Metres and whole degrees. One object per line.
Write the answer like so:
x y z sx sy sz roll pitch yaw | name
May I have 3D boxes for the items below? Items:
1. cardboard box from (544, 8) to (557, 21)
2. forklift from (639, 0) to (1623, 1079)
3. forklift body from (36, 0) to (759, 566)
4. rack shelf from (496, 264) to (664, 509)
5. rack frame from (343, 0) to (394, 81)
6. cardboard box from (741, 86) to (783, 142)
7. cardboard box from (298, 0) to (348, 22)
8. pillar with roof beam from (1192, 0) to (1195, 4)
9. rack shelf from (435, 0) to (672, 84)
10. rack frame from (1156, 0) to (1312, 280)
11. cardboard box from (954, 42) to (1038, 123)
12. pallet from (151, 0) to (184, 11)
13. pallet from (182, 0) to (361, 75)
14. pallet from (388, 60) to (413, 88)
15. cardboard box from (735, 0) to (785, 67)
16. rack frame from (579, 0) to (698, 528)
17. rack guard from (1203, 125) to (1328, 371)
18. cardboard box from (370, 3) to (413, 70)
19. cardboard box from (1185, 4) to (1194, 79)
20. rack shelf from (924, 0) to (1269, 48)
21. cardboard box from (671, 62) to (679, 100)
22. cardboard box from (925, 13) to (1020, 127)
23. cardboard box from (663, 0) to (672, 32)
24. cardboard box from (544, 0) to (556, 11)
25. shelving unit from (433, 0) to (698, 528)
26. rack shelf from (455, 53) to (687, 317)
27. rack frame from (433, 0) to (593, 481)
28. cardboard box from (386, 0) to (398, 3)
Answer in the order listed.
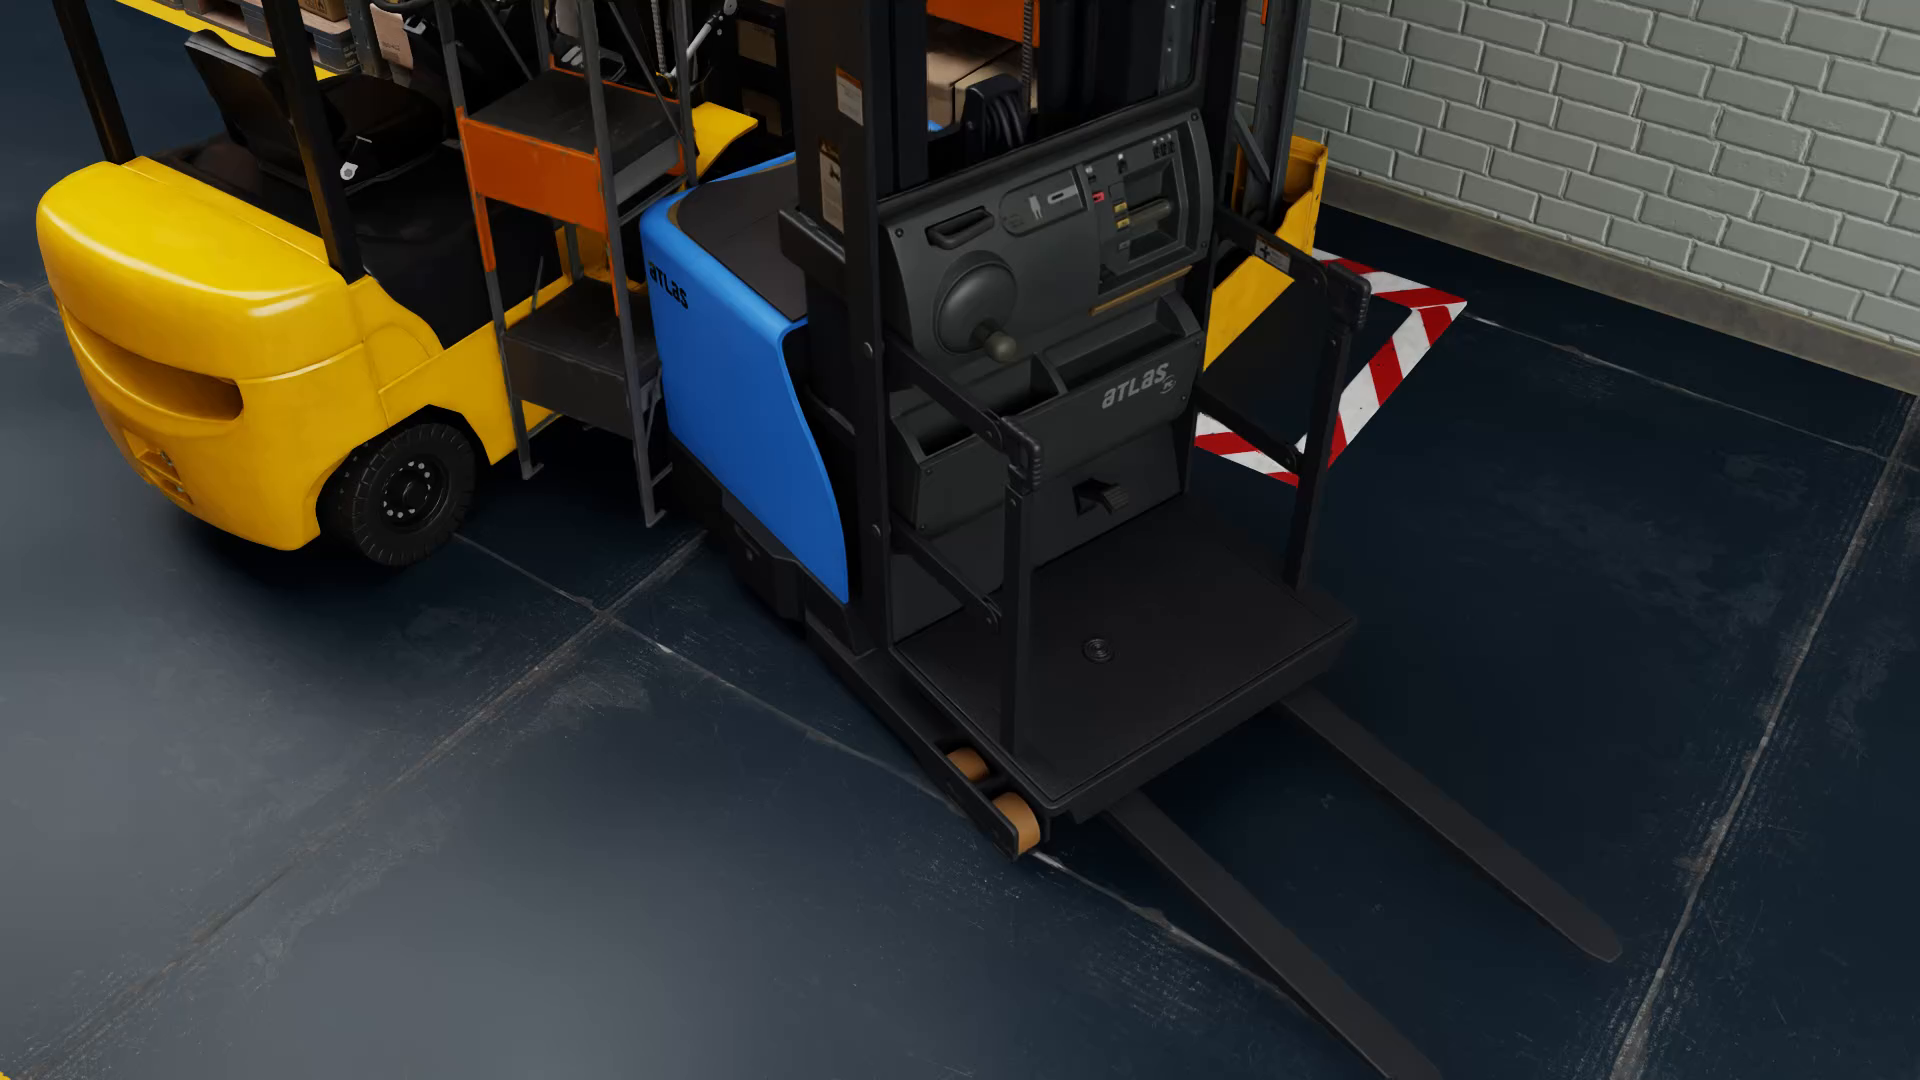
-1.356 -2.050 6.664 0.500 0.250 0.500 25 47 25 | cardboard box
0.362 -0.647 3.775 1.130 2.935 3.031 -27 48 -27 | forklift
-1.719 -1.359 5.155 1.214 2.155 2.313 25 48 25 | forklift body
-1.091 -0.485 5.211 0.480 0.518 0.431 20 43 20 | rack shelf
-2.394 -3.476 6.886 0.127 3.000 1.000 25 48 25 | rack frame
-0.536 -1.663 6.231 0.500 0.250 0.500 24 47 24 | cardboard box
-2.827 -2.942 7.754 0.625 0.625 0.875 27 48 27 | cardboard box
-1.643 -2.589 1.395 0.400 9.000 9.100 25 48 25 | pillar with roof beam
-1.060 -1.555 4.309 0.480 0.518 0.431 20 43 20 | rack shelf
0.881 -1.945 5.174 0.127 3.000 1.000 25 48 25 | rack frame
0.325 -1.455 5.624 0.500 0.250 0.500 27 48 27 | cardboard box
-4.022 -3.165 8.629 1.213 0.211 1.003 25 48 25 | pallet
-3.019 -2.698 8.107 1.213 0.211 1.003 25 48 25 | pallet
-1.767 -2.110 7.450 1.213 0.211 1.003 25 48 25 | pallet
-0.515 -1.835 6.049 0.500 0.250 0.500 26 48 26 | cardboard box
-0.860 -0.953 4.667 0.015 2.100 0.400 20 43 20 | rack frame
0.901 -1.004 5.997 0.348 0.500 1.175 25 48 25 | rack guard
-2.188 -2.242 7.254 0.500 0.250 0.500 26 48 26 | cardboard box
0.596 -1.737 5.939 0.500 0.250 0.500 24 47 25 | cardboard box
-0.756 -2.443 6.270 4.000 0.370 1.077 25 48 25 | rack shelf
-0.944 -1.856 6.447 0.500 0.250 0.500 25 47 25 | cardboard box
-0.096 -1.648 5.839 0.500 0.250 0.500 26 48 26 | cardboard box
-0.926 -2.034 6.270 0.500 0.250 0.500 24 47 25 | cardboard box
-1.351 -2.239 6.500 0.500 0.250 0.500 27 48 27 | cardboard box
-1.075 -1.031 4.752 0.503 2.100 0.431 20 43 20 | shelving unit
-1.076 -1.020 4.760 0.480 0.518 0.431 20 43 20 | rack shelf
-1.291 -1.108 4.836 0.015 2.100 0.400 20 43 20 | rack frame
-2.175 -2.441 7.101 0.500 0.250 0.500 25 47 25 | cardboard box
